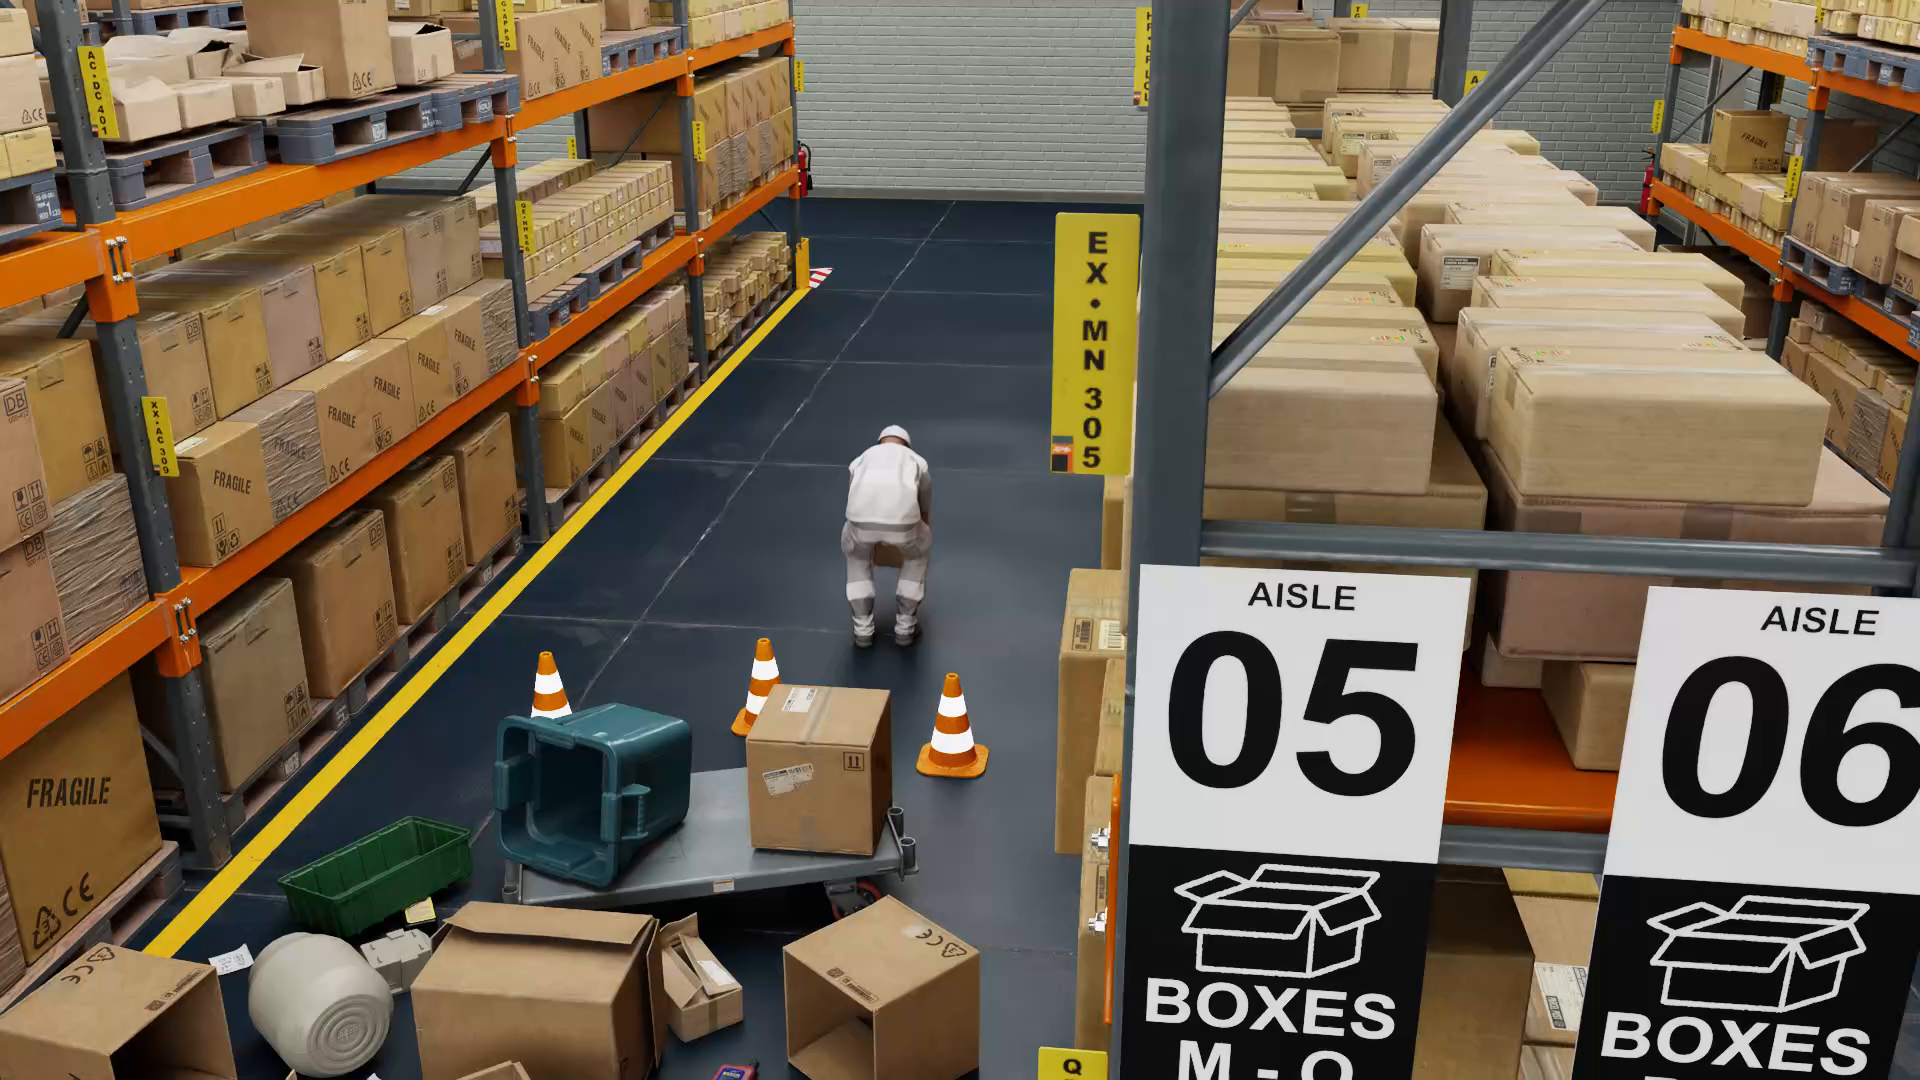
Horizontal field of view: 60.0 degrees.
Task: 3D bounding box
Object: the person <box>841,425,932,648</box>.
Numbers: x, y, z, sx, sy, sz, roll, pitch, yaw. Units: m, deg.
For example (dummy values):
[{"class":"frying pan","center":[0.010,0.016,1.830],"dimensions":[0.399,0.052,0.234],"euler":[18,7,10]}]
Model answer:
[{"class":"person","center":[-0.408,-0.014,9.526],"dimensions":[0.520,1.113,0.953],"euler":[1,21,4]}]
